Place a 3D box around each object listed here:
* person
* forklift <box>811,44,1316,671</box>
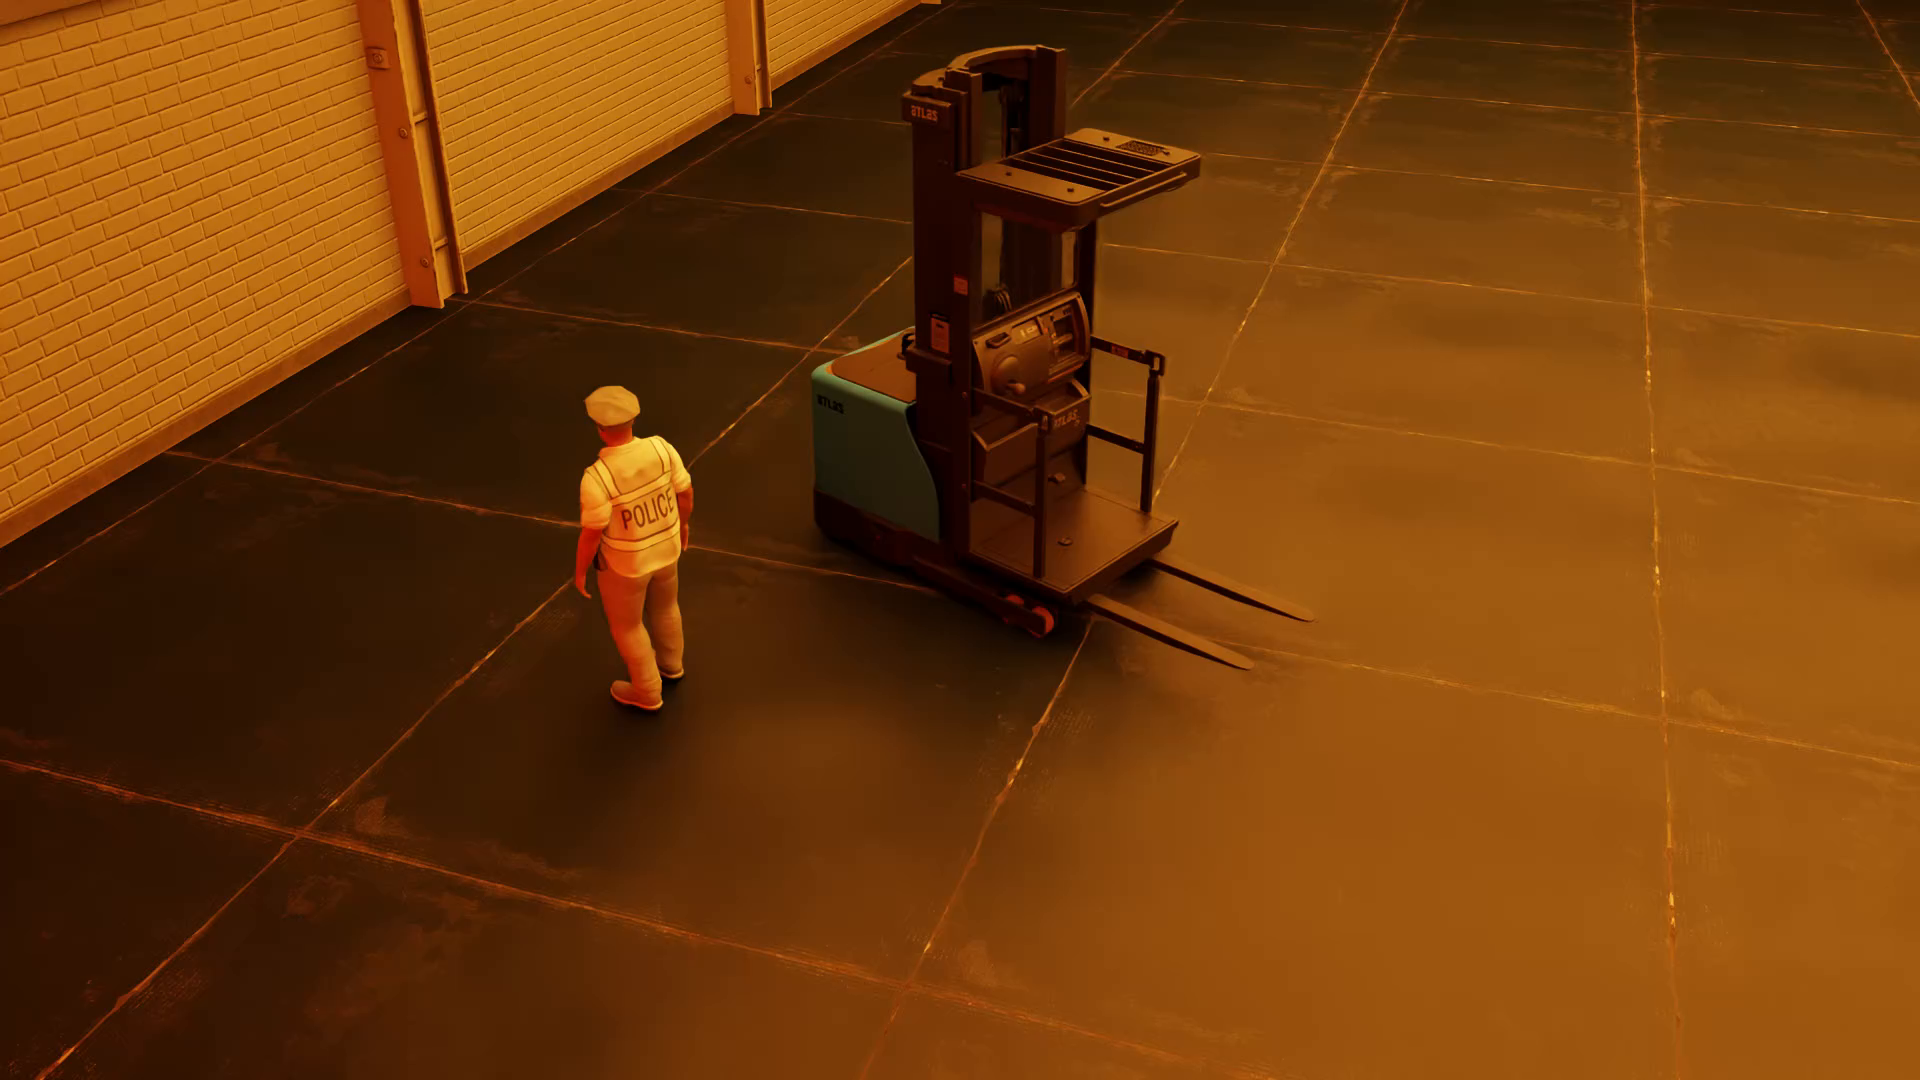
[{"bbox_3d":[-1.656,0.031,8.245,0.564,1.778,0.677,25,38,37],"label":"person"},{"bbox_3d":[0.553,-1.034,8.950,3.031,2.935,1.130,23,37,35],"label":"forklift"}]
